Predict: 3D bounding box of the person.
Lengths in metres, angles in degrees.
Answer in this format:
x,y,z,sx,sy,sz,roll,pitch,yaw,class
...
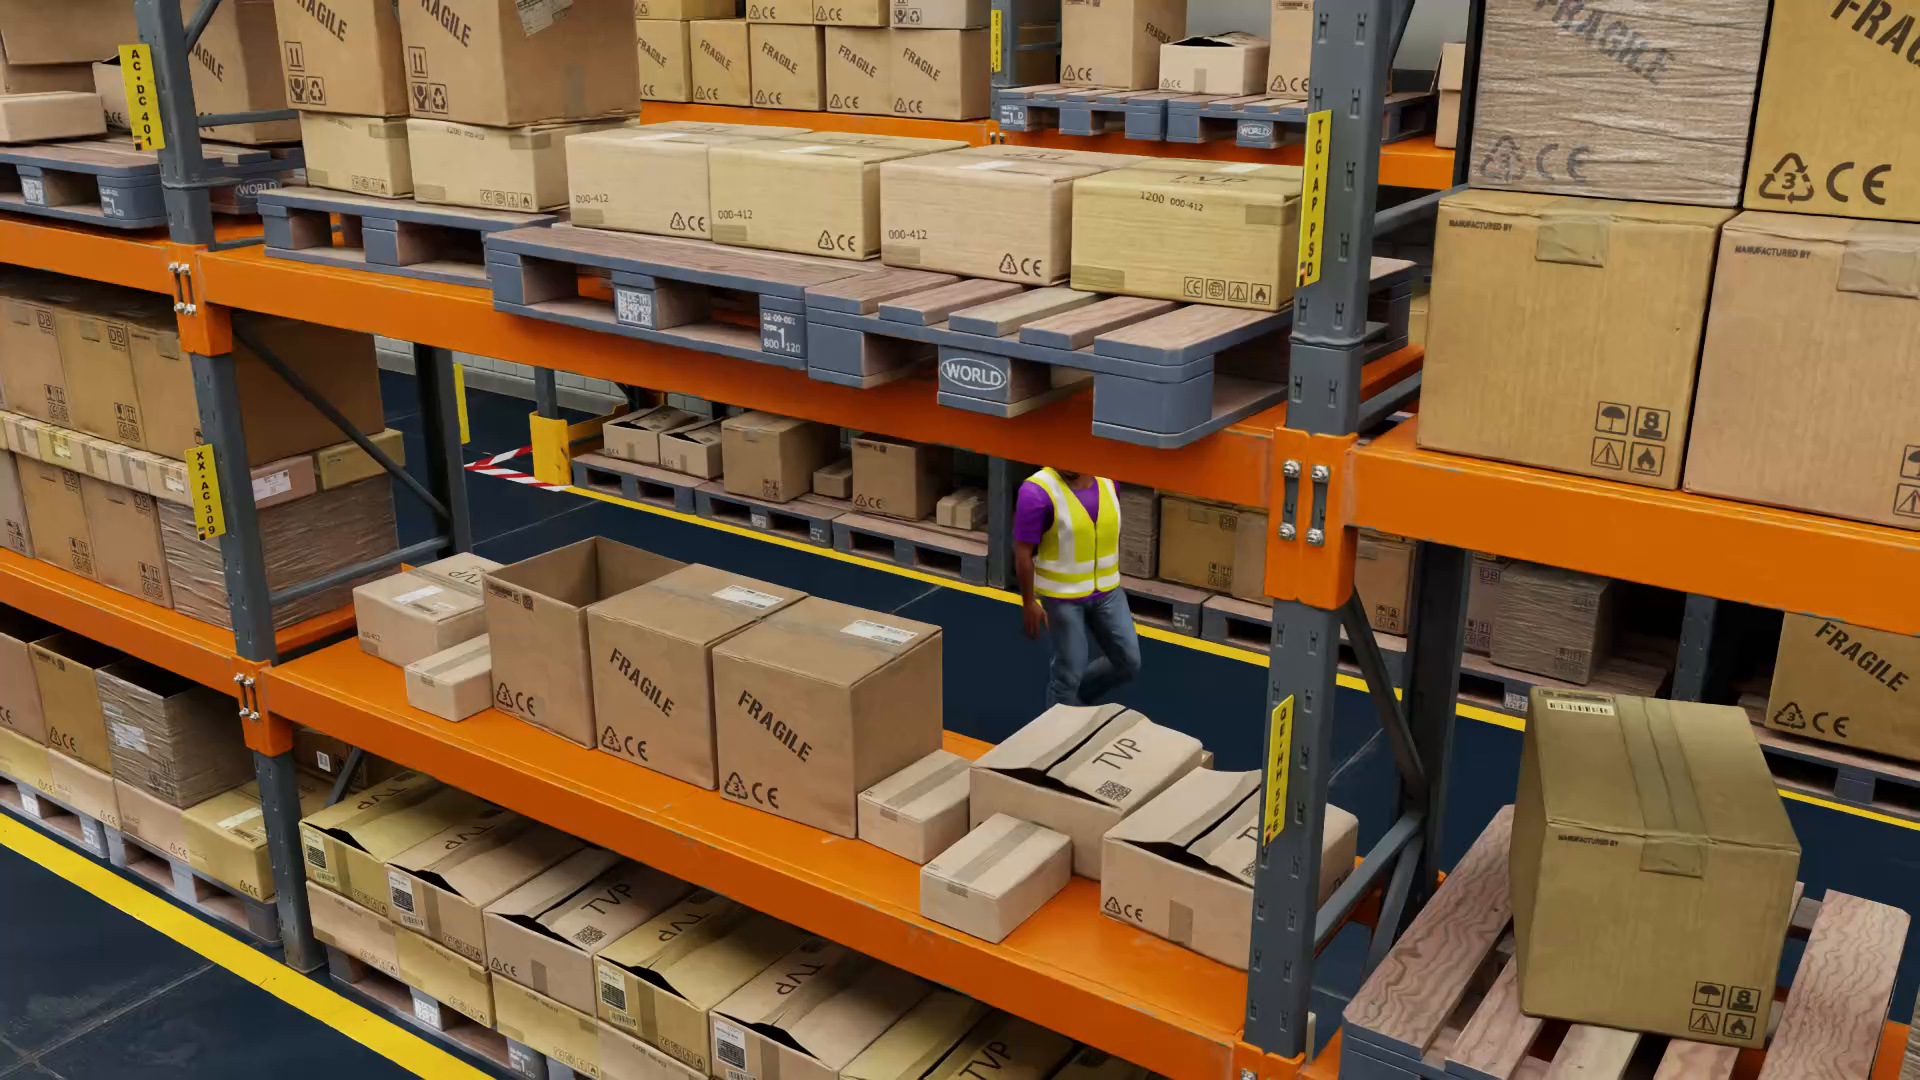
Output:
x,y,z,sx,sy,sz,roll,pitch,yaw,class
0.547,0.248,7.780,0.602,1.761,0.494,-12,23,-31,person
